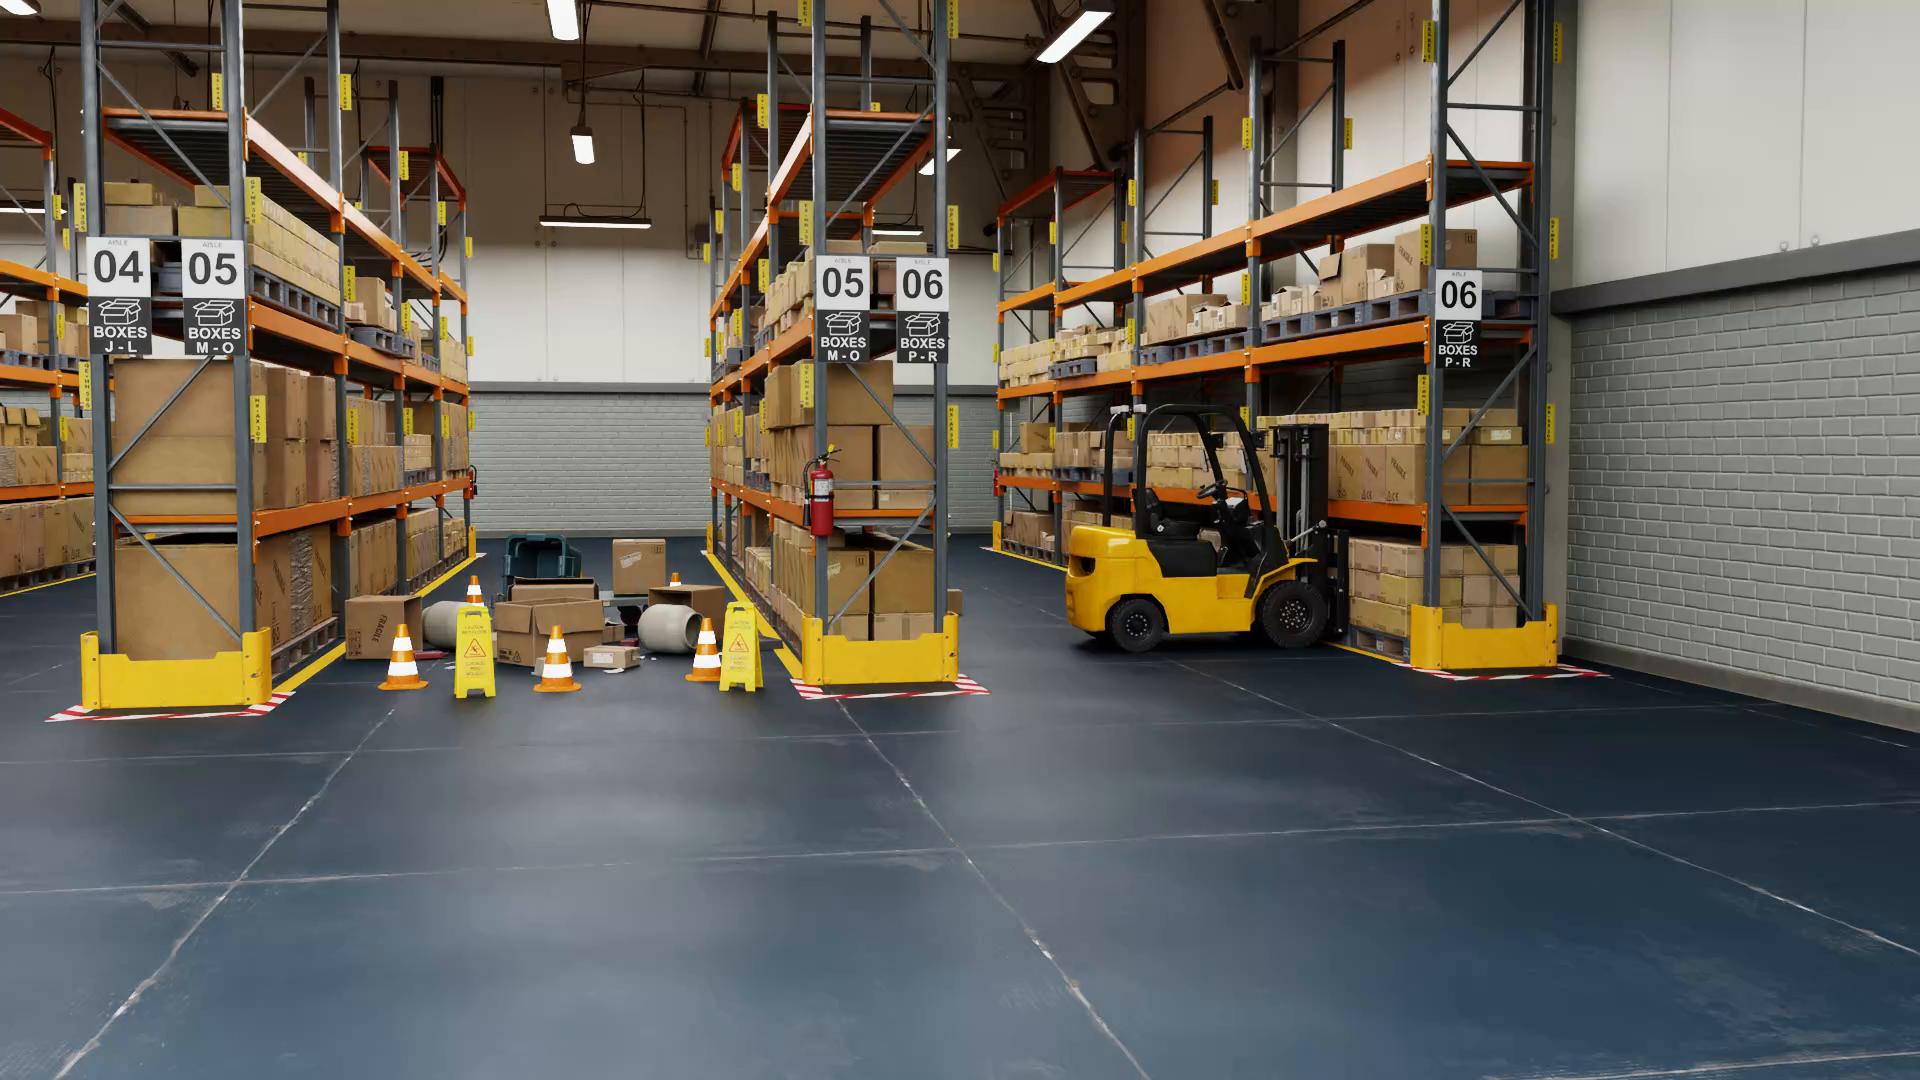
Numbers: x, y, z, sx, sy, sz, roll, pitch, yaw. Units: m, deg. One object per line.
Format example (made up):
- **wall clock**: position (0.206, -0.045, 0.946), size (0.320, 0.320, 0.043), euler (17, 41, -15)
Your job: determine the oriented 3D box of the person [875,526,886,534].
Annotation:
- **person**: position (-1.210, -0.374, 23.670), size (0.482, 1.651, 0.797), euler (-1, 3, -10)
